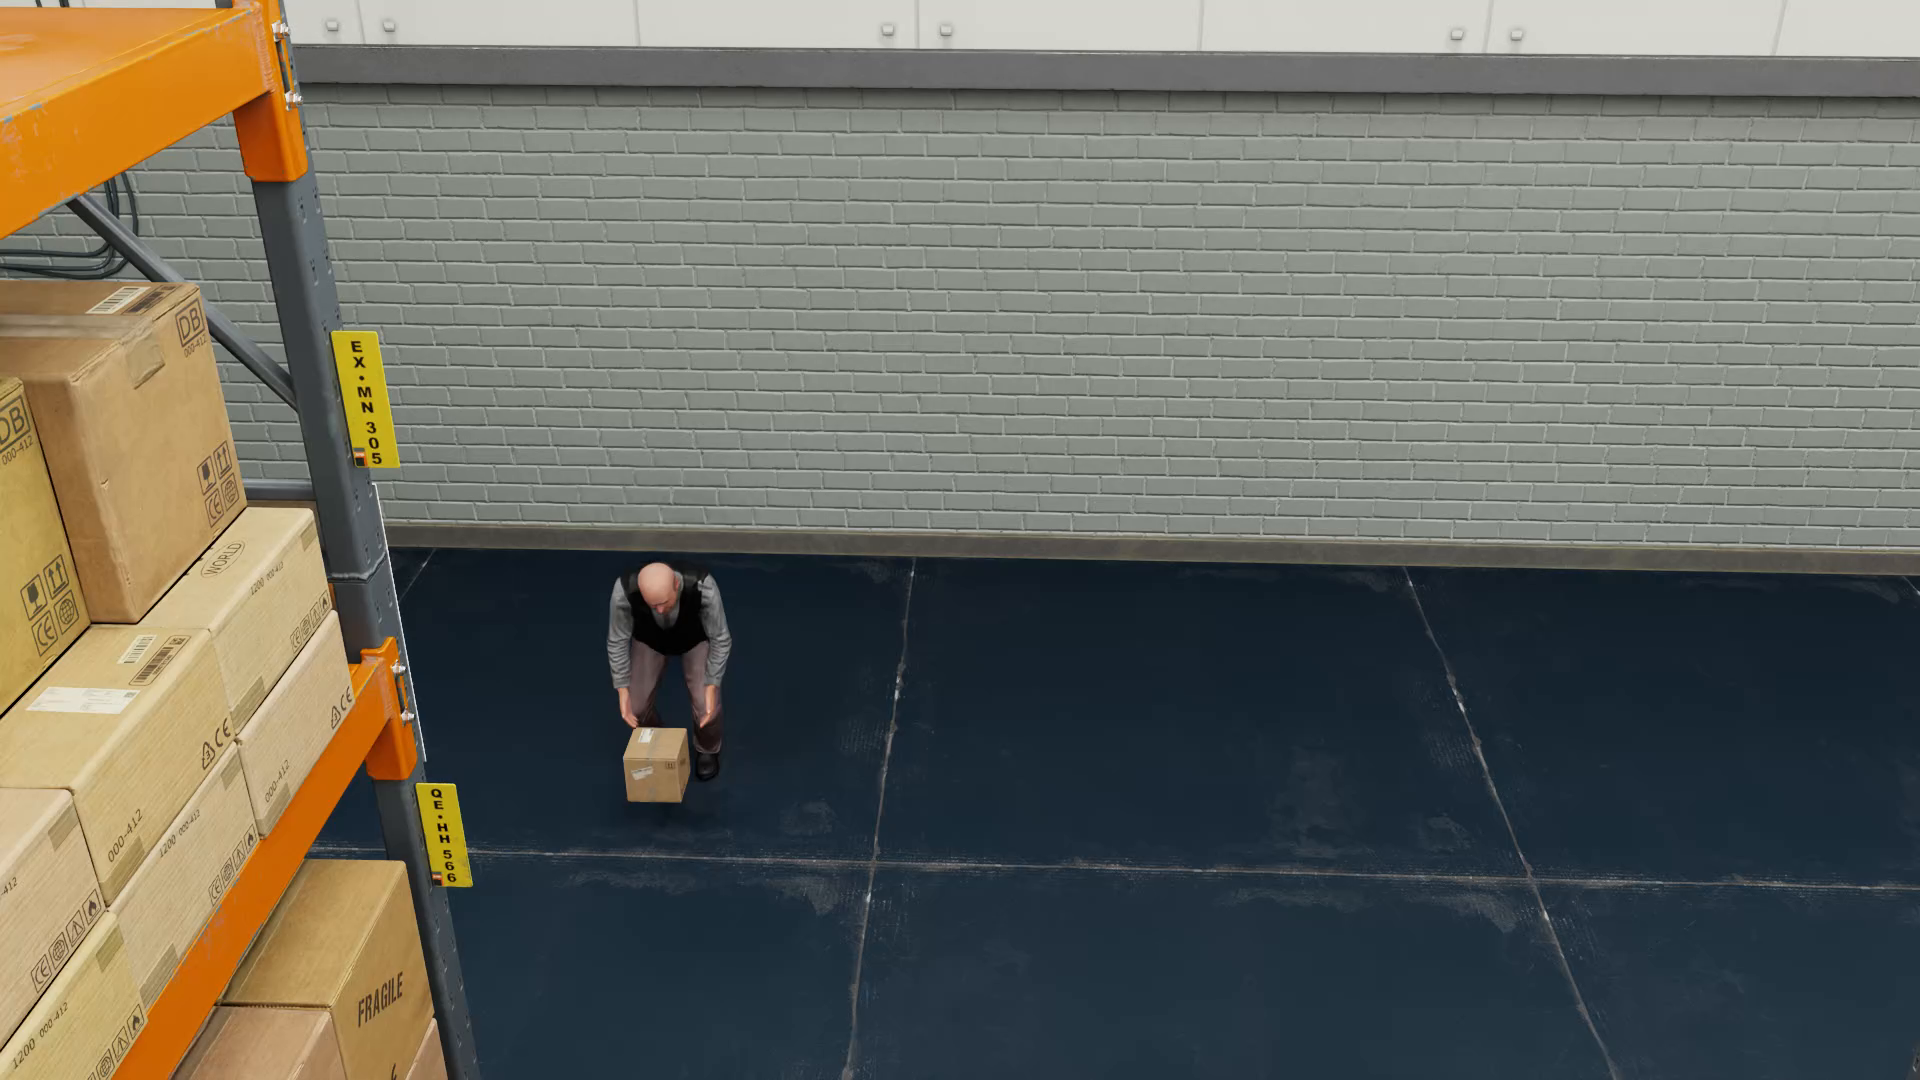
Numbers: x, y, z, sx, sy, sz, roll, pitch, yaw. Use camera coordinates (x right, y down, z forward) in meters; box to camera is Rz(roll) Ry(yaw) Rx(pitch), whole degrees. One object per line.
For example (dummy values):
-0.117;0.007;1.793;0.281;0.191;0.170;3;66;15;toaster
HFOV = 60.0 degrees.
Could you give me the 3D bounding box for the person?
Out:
-1.365;0.566;8.012;0.590;1.318;0.754;1;28;2;person
